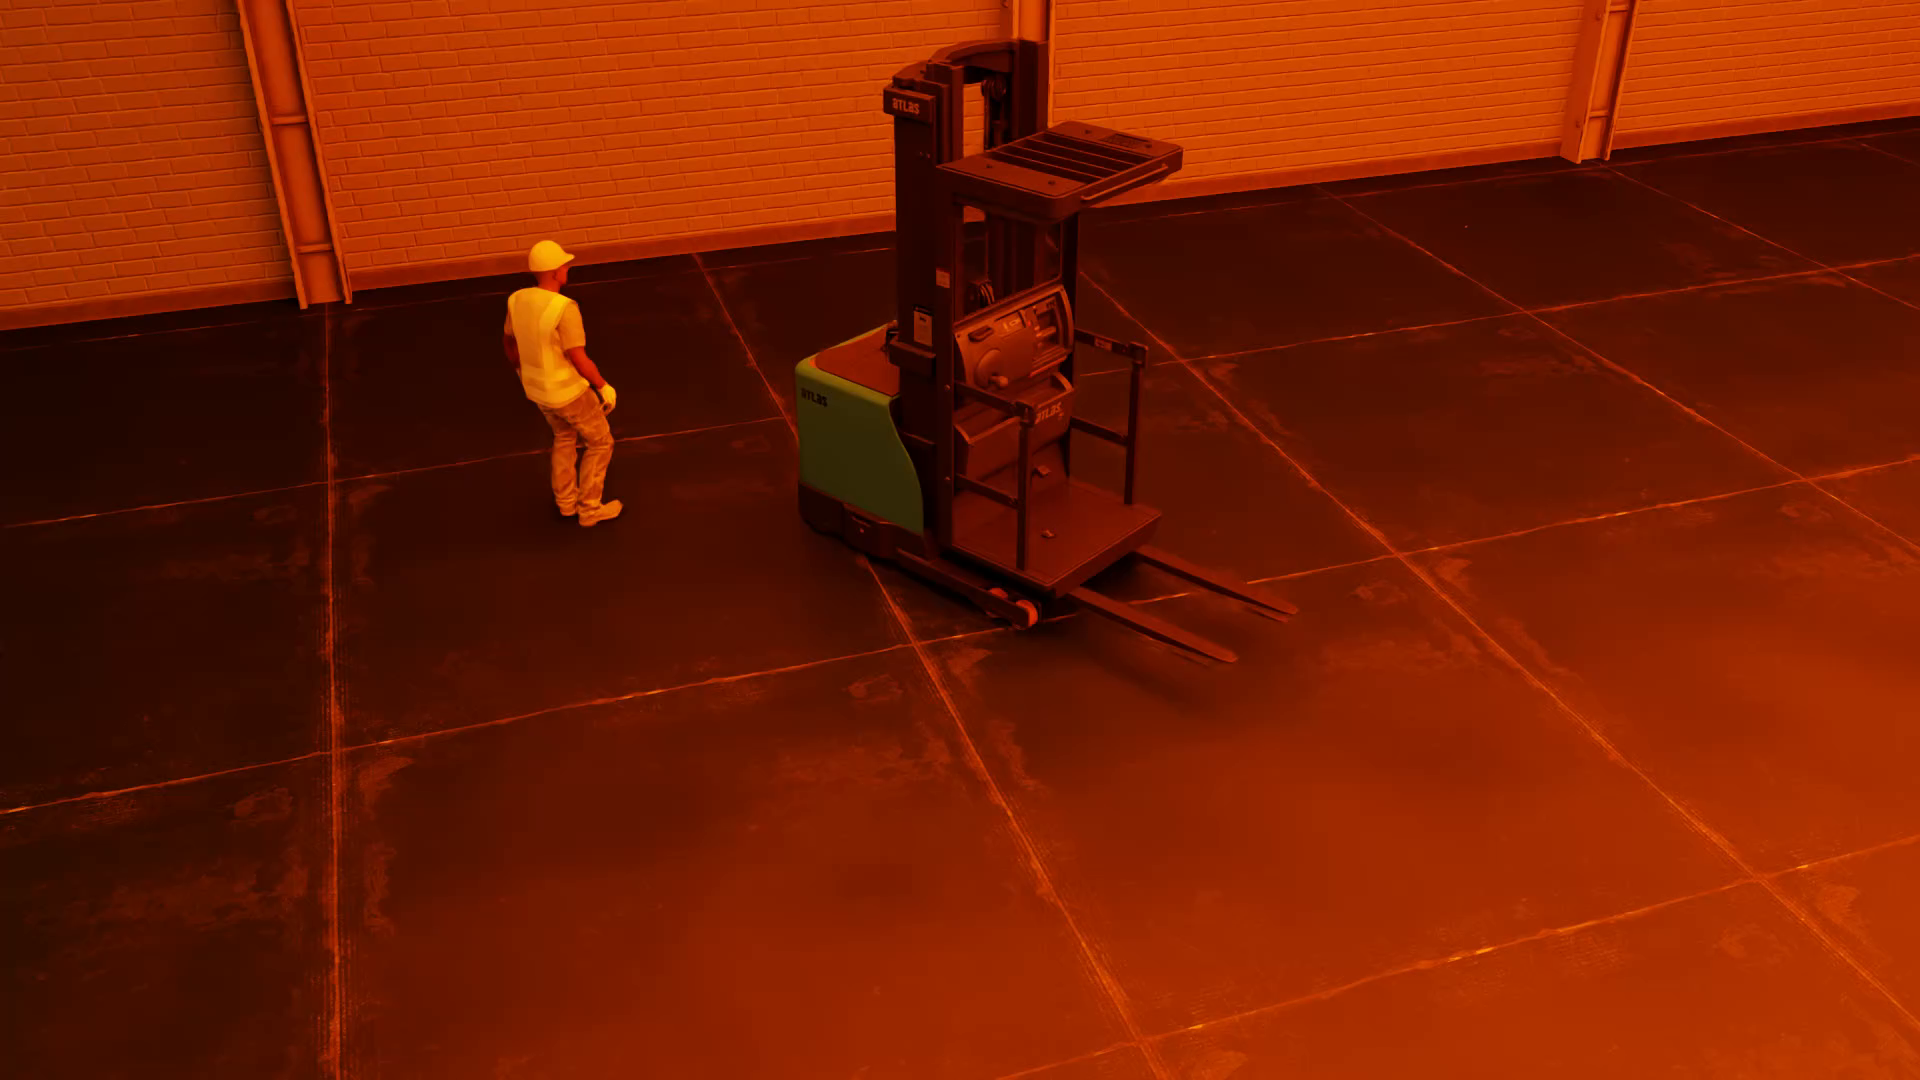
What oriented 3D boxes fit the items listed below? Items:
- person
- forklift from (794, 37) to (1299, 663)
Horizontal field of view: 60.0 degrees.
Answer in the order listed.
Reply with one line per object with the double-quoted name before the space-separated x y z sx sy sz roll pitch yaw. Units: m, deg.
"person" -2.346 -0.908 9.867 0.731 1.753 0.415 23 37 34
"forklift" 0.461 -1.071 8.949 3.031 2.935 1.130 23 37 35
